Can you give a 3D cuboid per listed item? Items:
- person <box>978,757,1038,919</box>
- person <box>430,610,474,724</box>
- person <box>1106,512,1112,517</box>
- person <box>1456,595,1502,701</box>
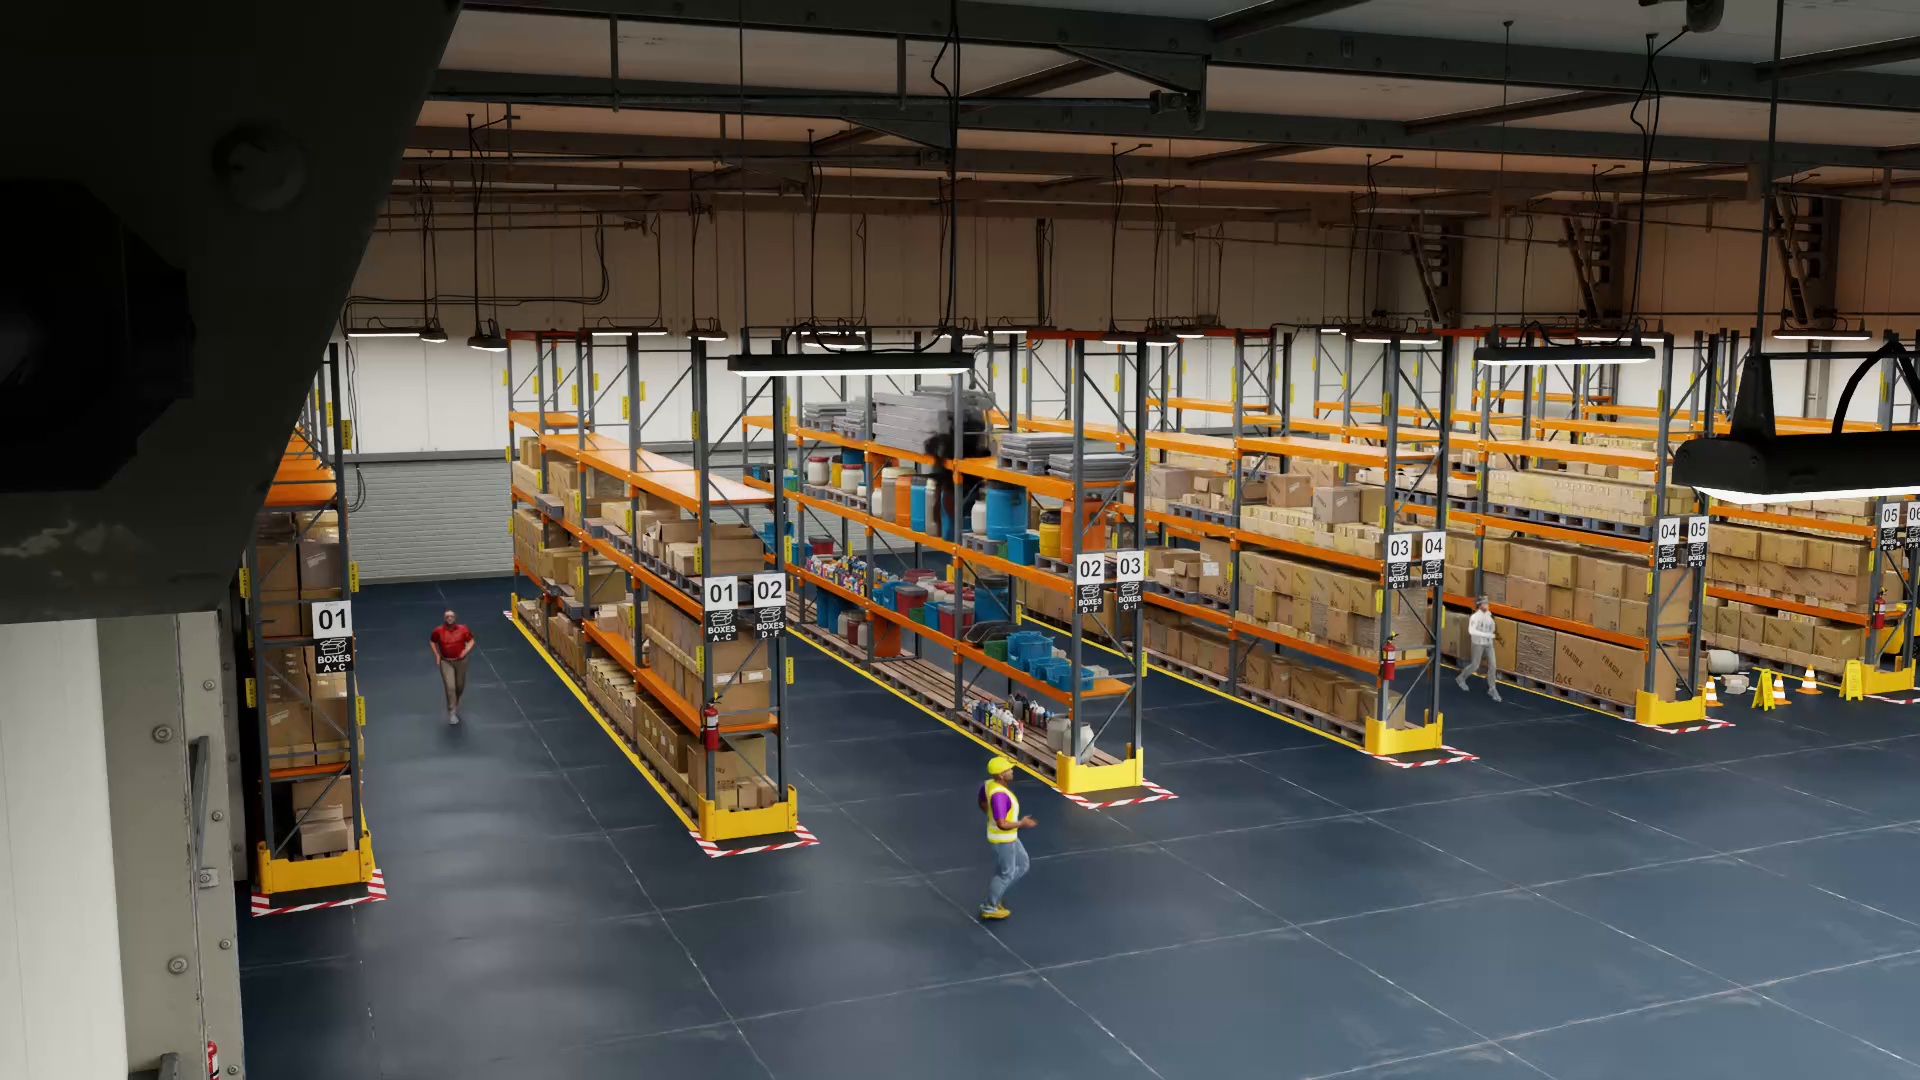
[{"bbox_3d":[0.502,3.107,17.403,0.617,1.733,0.682,0,8,-1],"label":"person"},{"bbox_3d":[-7.907,1.932,25.955,0.653,1.728,0.912,-3,8,-24],"label":"person"},{"bbox_3d":[3.466,0.151,39.426,0.621,1.628,0.913,-3,8,-19],"label":"person"},{"bbox_3d":[8.626,1.754,27.542,0.619,1.728,0.885,-4,9,-29],"label":"person"}]
